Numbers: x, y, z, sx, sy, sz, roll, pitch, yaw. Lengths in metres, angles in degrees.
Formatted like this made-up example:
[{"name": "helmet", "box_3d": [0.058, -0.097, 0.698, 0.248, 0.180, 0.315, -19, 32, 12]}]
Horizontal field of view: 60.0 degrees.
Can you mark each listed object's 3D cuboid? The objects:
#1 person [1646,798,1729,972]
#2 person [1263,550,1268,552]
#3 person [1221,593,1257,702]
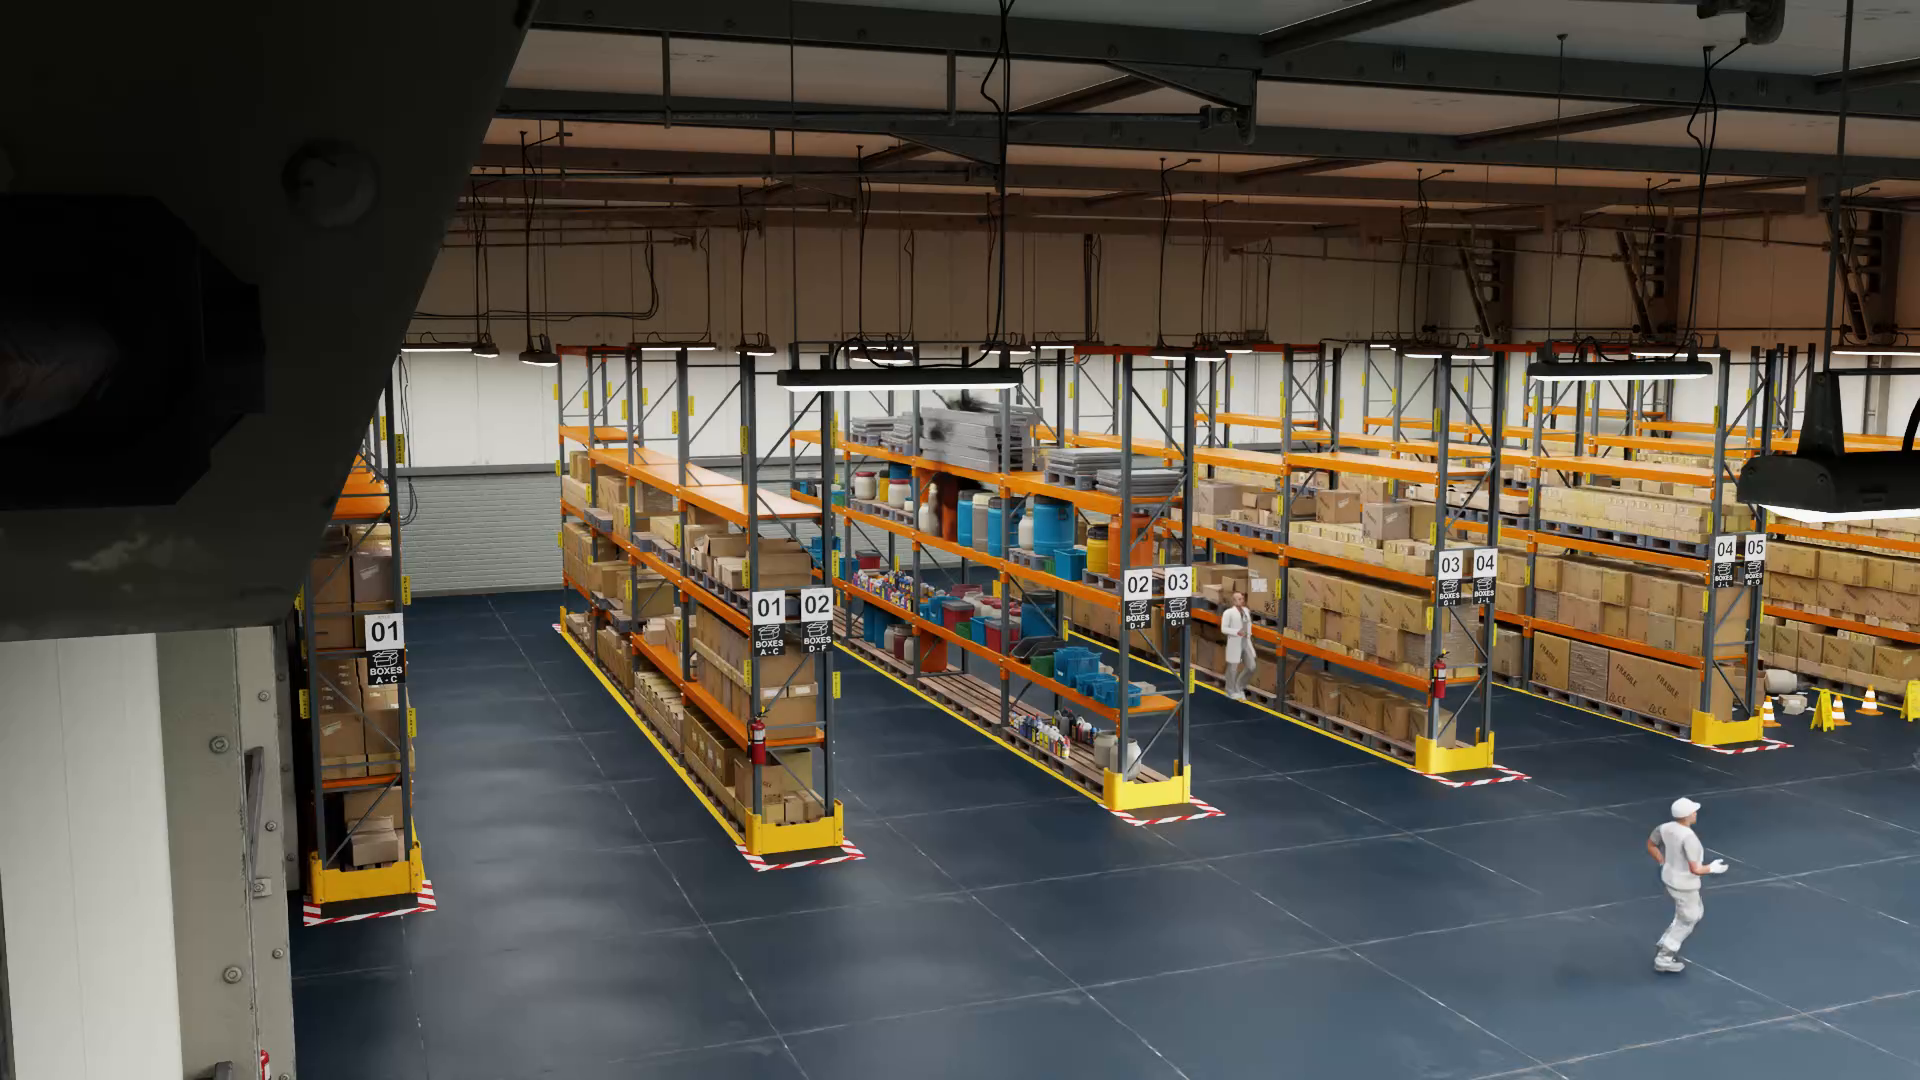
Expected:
[{"name": "person", "box_3d": [7.160, 3.380, 16.353, 0.614, 1.743, 0.632, 0, 7, -3]}, {"name": "person", "box_3d": [6.444, 1.036, 34.874, 0.653, 1.758, 0.818, -4, 8, -27]}, {"name": "person", "box_3d": [4.578, 1.803, 27.036, 0.687, 1.725, 0.690, -3, 8, -25]}]
